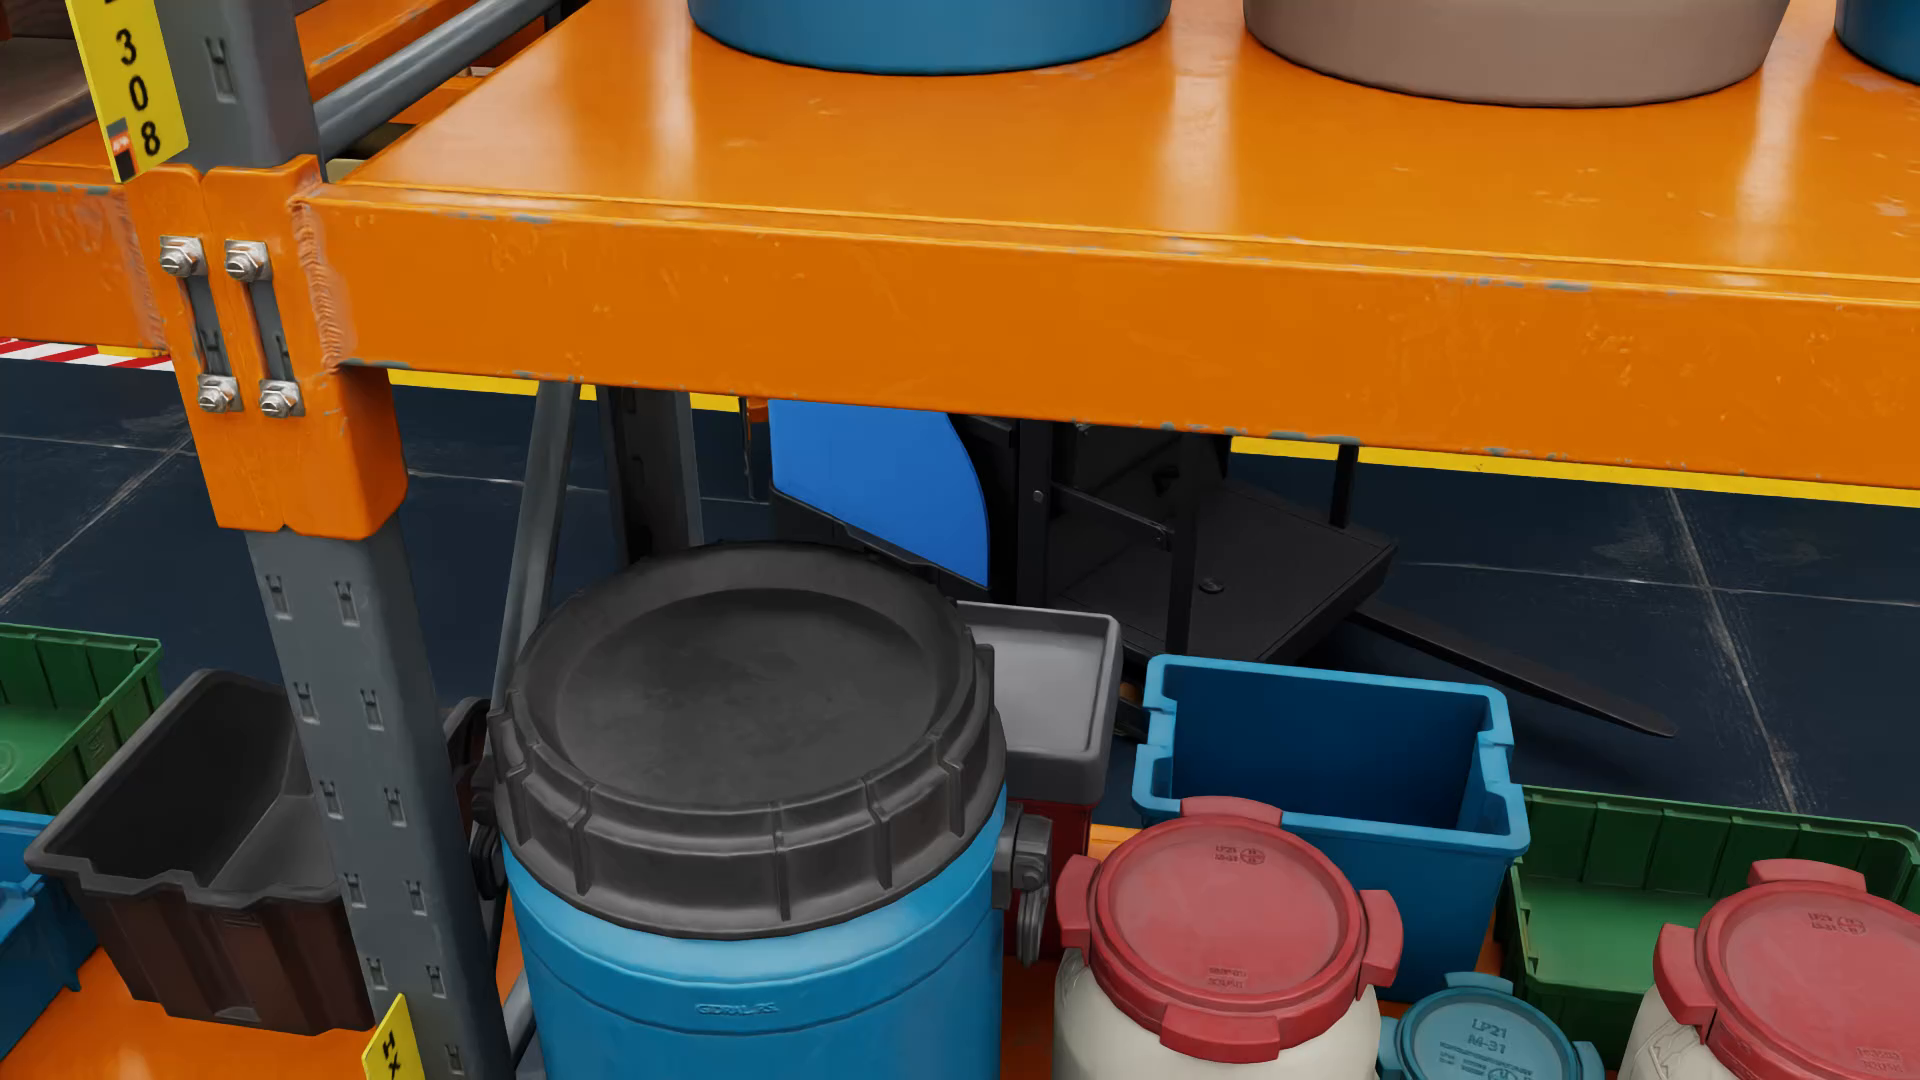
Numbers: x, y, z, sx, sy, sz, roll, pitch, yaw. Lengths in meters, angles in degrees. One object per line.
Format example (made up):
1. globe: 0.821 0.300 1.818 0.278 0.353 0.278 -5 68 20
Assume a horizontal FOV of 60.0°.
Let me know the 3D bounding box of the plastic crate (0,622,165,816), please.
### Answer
1. plastic crate: -1.864 0.357 3.053 0.662 0.188 0.450 5 32 8

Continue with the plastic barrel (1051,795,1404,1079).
1. plastic barrel: 0.333 0.678 2.211 0.433 0.535 0.433 0 32 0

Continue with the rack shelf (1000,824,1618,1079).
1. rack shelf: 1.398 1.019 2.473 4.000 0.370 1.077 5 32 8

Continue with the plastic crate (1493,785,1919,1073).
1. plastic crate: 1.191 0.633 2.611 0.662 0.188 0.450 5 32 8

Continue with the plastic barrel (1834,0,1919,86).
1. plastic barrel: 1.254 -0.900 1.560 0.708 0.901 0.600 5 32 8

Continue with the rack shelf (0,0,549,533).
1. rack shelf: -2.545 -0.609 2.247 4.000 0.370 1.077 5 32 8

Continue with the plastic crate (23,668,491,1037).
1. plastic crate: -1.068 0.449 2.764 0.504 0.338 0.767 5 32 8

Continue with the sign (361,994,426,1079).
1. sign: -0.677 0.705 2.036 0.005 0.325 0.100 5 32 8

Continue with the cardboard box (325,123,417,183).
1. cardboard box: -2.695 -1.534 7.363 0.500 0.500 0.500 5 32 8

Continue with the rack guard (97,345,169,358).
1. rack guard: -3.703 -1.354 7.942 0.348 0.500 1.175 5 32 8

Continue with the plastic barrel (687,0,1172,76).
1. plastic barrel: -0.036 -1.016 1.747 0.708 0.901 0.600 5 32 8

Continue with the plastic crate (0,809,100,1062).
1. plastic crate: -1.710 0.642 2.537 0.616 0.251 0.499 5 32 8

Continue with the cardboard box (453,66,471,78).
1. cardboard box: -2.214 -2.314 7.025 0.500 0.500 0.700 5 32 9

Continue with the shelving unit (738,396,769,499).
1. shelving unit: -0.600 -0.758 6.330 0.503 1.200 0.258 -7 33 -10

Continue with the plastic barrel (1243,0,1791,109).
1. plastic barrel: 0.609 -0.958 1.654 0.600 0.901 0.600 0 32 0

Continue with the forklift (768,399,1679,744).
1. forklift: 0.764 -0.877 4.888 3.031 2.935 1.130 24 39 33

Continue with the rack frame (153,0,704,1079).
1. rack frame: -0.574 0.537 2.564 0.053 2.616 0.949 5 32 8

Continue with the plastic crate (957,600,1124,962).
1. plastic crate: -0.045 0.392 2.737 0.583 0.464 0.402 5 32 8

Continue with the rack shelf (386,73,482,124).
1. rack shelf: -1.708 -1.928 7.181 4.000 0.370 1.077 5 32 8

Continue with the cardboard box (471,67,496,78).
1. cardboard box: -1.695 -2.269 6.953 0.500 0.500 0.700 6 33 10

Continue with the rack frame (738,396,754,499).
1. rack frame: -0.838 -0.730 6.286 0.015 1.200 0.240 -7 33 -10

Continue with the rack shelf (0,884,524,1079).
1. rack shelf: -2.545 0.662 3.043 4.000 0.370 1.077 5 32 8

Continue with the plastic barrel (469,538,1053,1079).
1. plastic barrel: -0.244 0.516 2.126 0.708 0.901 0.600 5 32 8

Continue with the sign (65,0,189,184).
1. sign: -0.677 -0.453 1.311 0.005 0.325 0.100 5 32 8

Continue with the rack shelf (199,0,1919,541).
1. rack shelf: 1.398 -0.252 1.677 4.000 0.370 1.077 5 32 8

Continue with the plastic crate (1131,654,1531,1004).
1. plastic crate: 0.566 0.478 2.674 0.575 0.384 0.392 5 32 8

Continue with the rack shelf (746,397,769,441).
1. rack shelf: -0.600 -0.532 6.471 0.480 0.148 0.258 -7 33 -10

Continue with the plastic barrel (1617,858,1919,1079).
1. plastic barrel: 1.056 0.744 2.107 0.433 0.535 0.433 0 32 0

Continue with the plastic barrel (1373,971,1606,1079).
1. plastic barrel: 0.705 0.793 2.287 0.301 0.262 0.301 0 32 0
